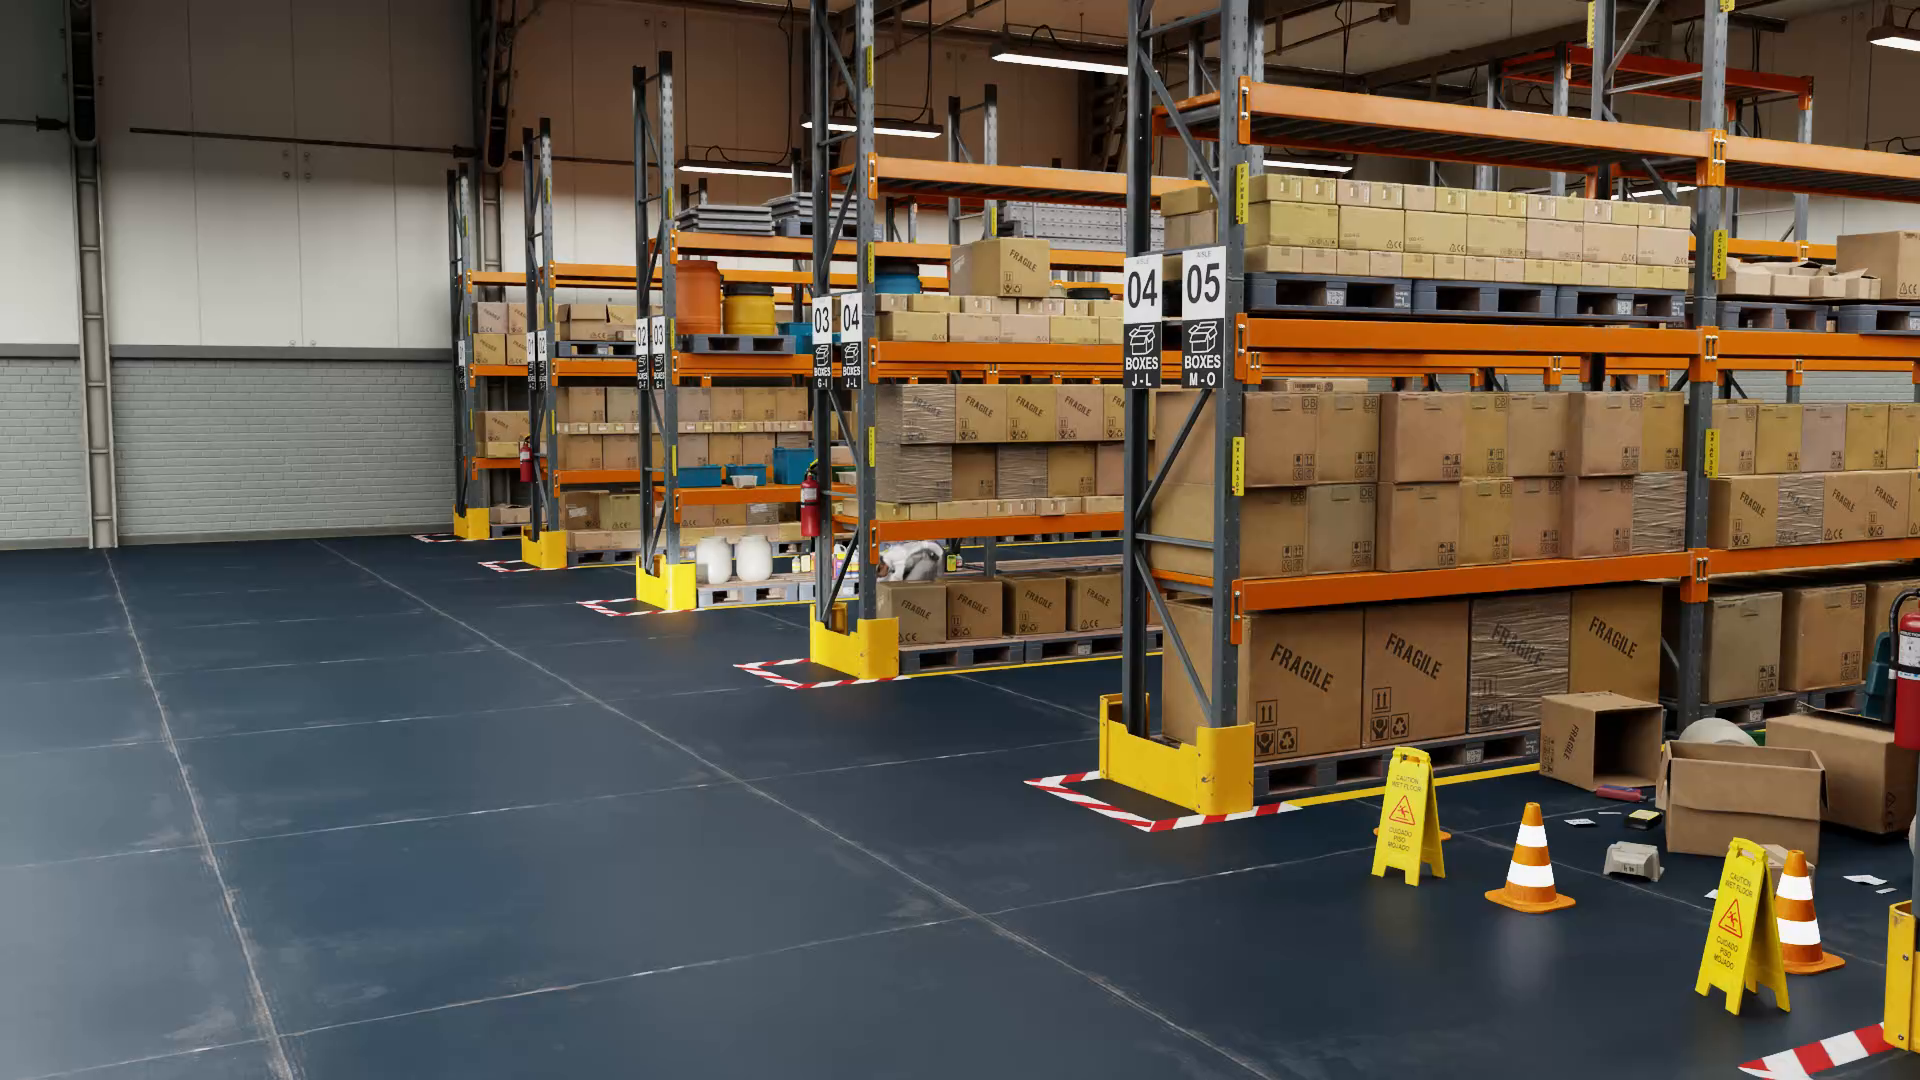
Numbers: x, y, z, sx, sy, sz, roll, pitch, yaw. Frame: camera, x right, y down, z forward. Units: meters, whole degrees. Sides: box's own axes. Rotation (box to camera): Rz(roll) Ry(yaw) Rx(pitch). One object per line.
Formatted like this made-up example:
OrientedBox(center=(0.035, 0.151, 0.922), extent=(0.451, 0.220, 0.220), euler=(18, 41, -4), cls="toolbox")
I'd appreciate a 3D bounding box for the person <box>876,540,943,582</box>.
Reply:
OrientedBox(center=(-0.599, 0.431, 17.401), extent=(0.890, 0.842, 0.469), euler=(-3, 6, -31), cls="person")
